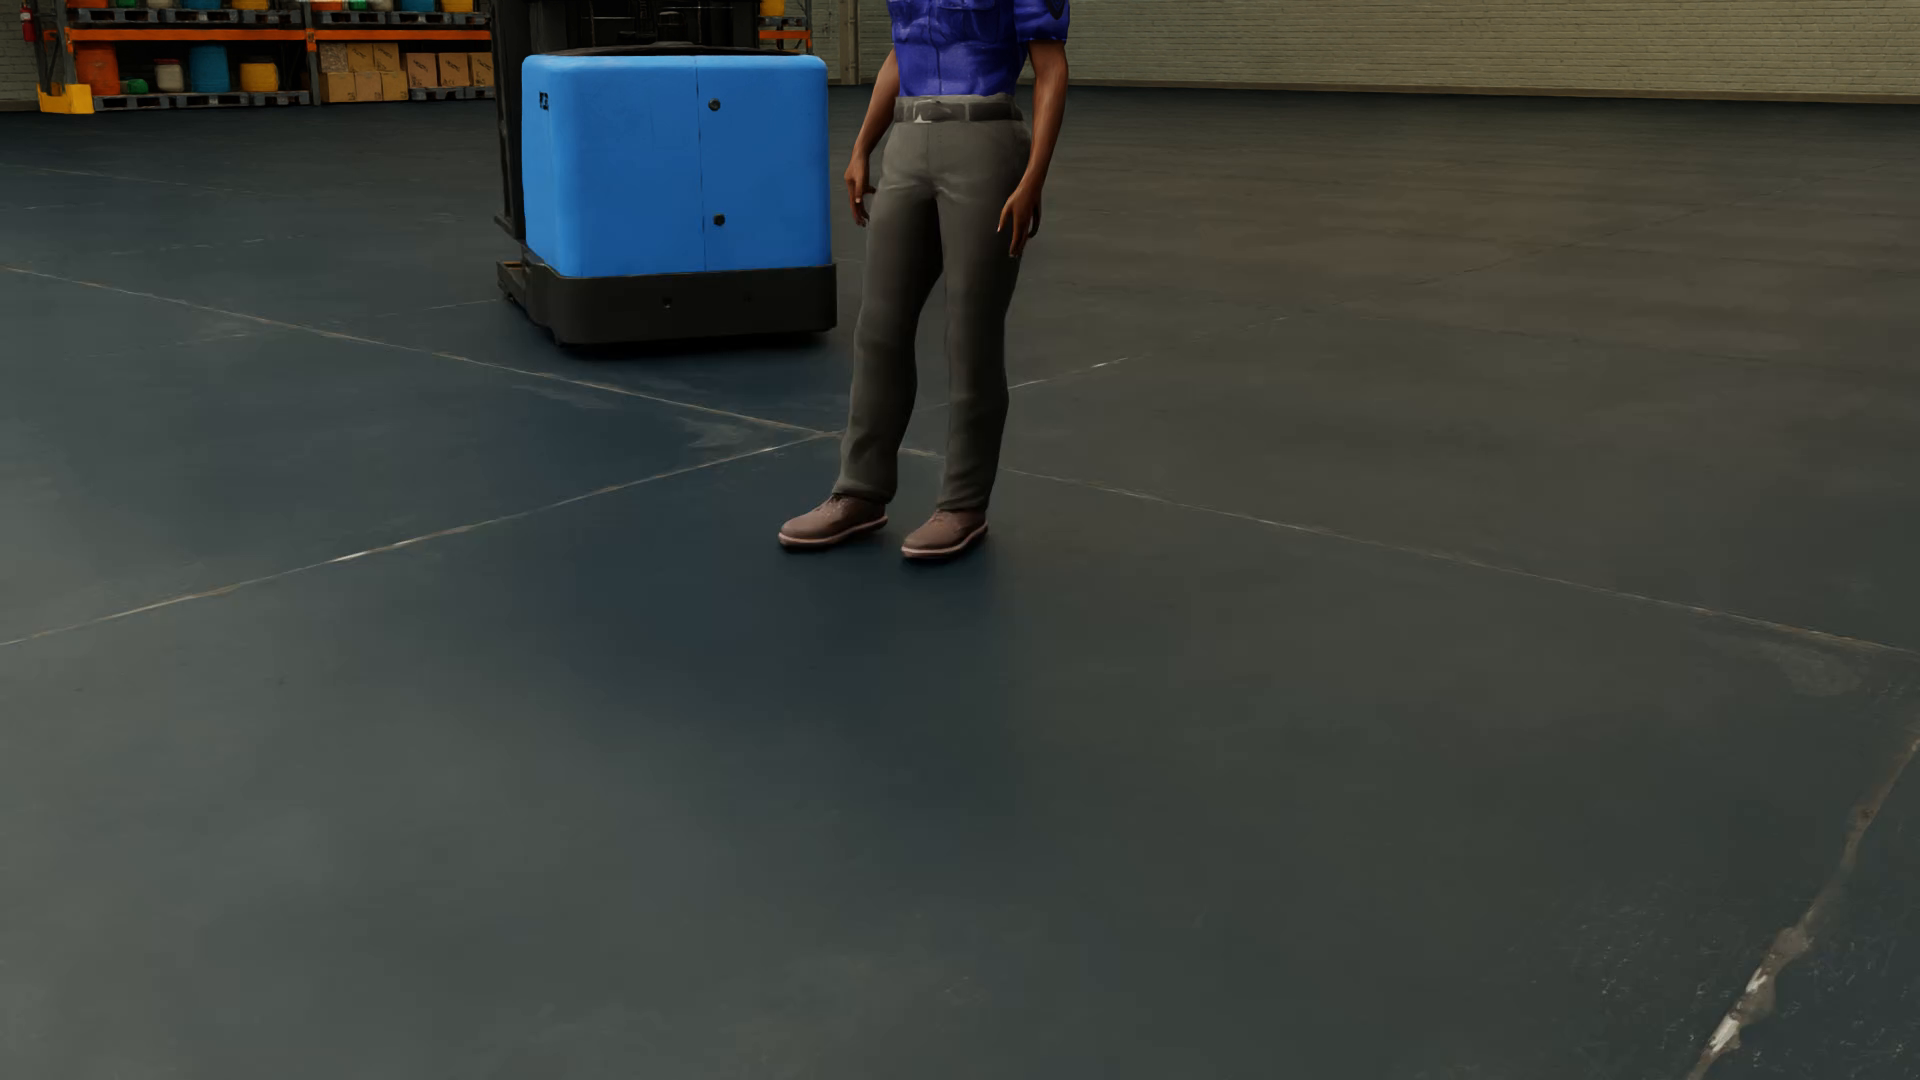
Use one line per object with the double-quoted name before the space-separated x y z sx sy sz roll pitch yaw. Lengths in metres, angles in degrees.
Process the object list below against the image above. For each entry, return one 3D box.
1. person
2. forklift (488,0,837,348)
"person" -0.071 -0.783 3.647 0.569 1.656 0.503 13 21 37
"forklift" -1.479 -2.499 7.127 1.130 2.935 3.031 -6 18 -20
